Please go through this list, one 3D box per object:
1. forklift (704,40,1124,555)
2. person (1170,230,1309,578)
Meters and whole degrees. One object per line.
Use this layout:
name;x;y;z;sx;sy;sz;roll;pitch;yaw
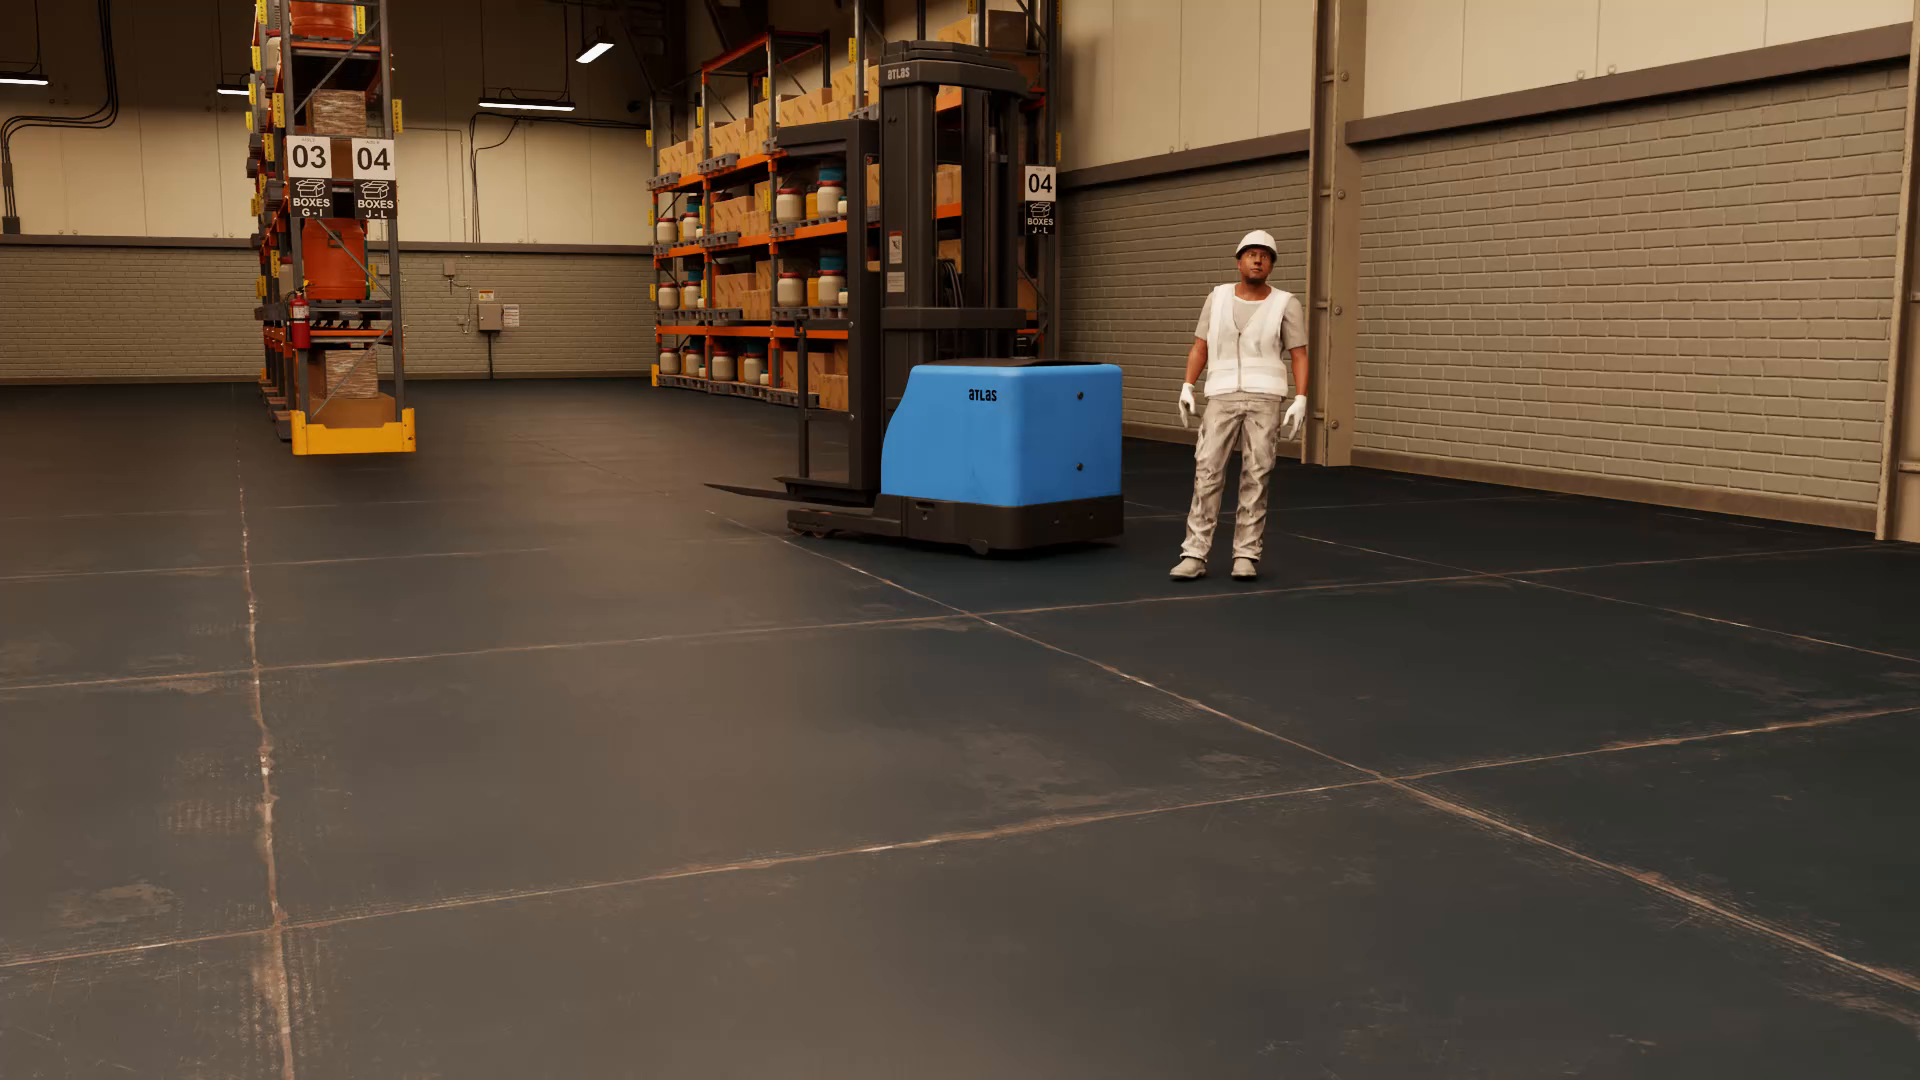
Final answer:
forklift;-0.436;-1.509;10.383;3.031;2.935;1.130;7;10;44
person;1.449;-0.698;8.569;0.656;1.782;0.577;3;8;19
